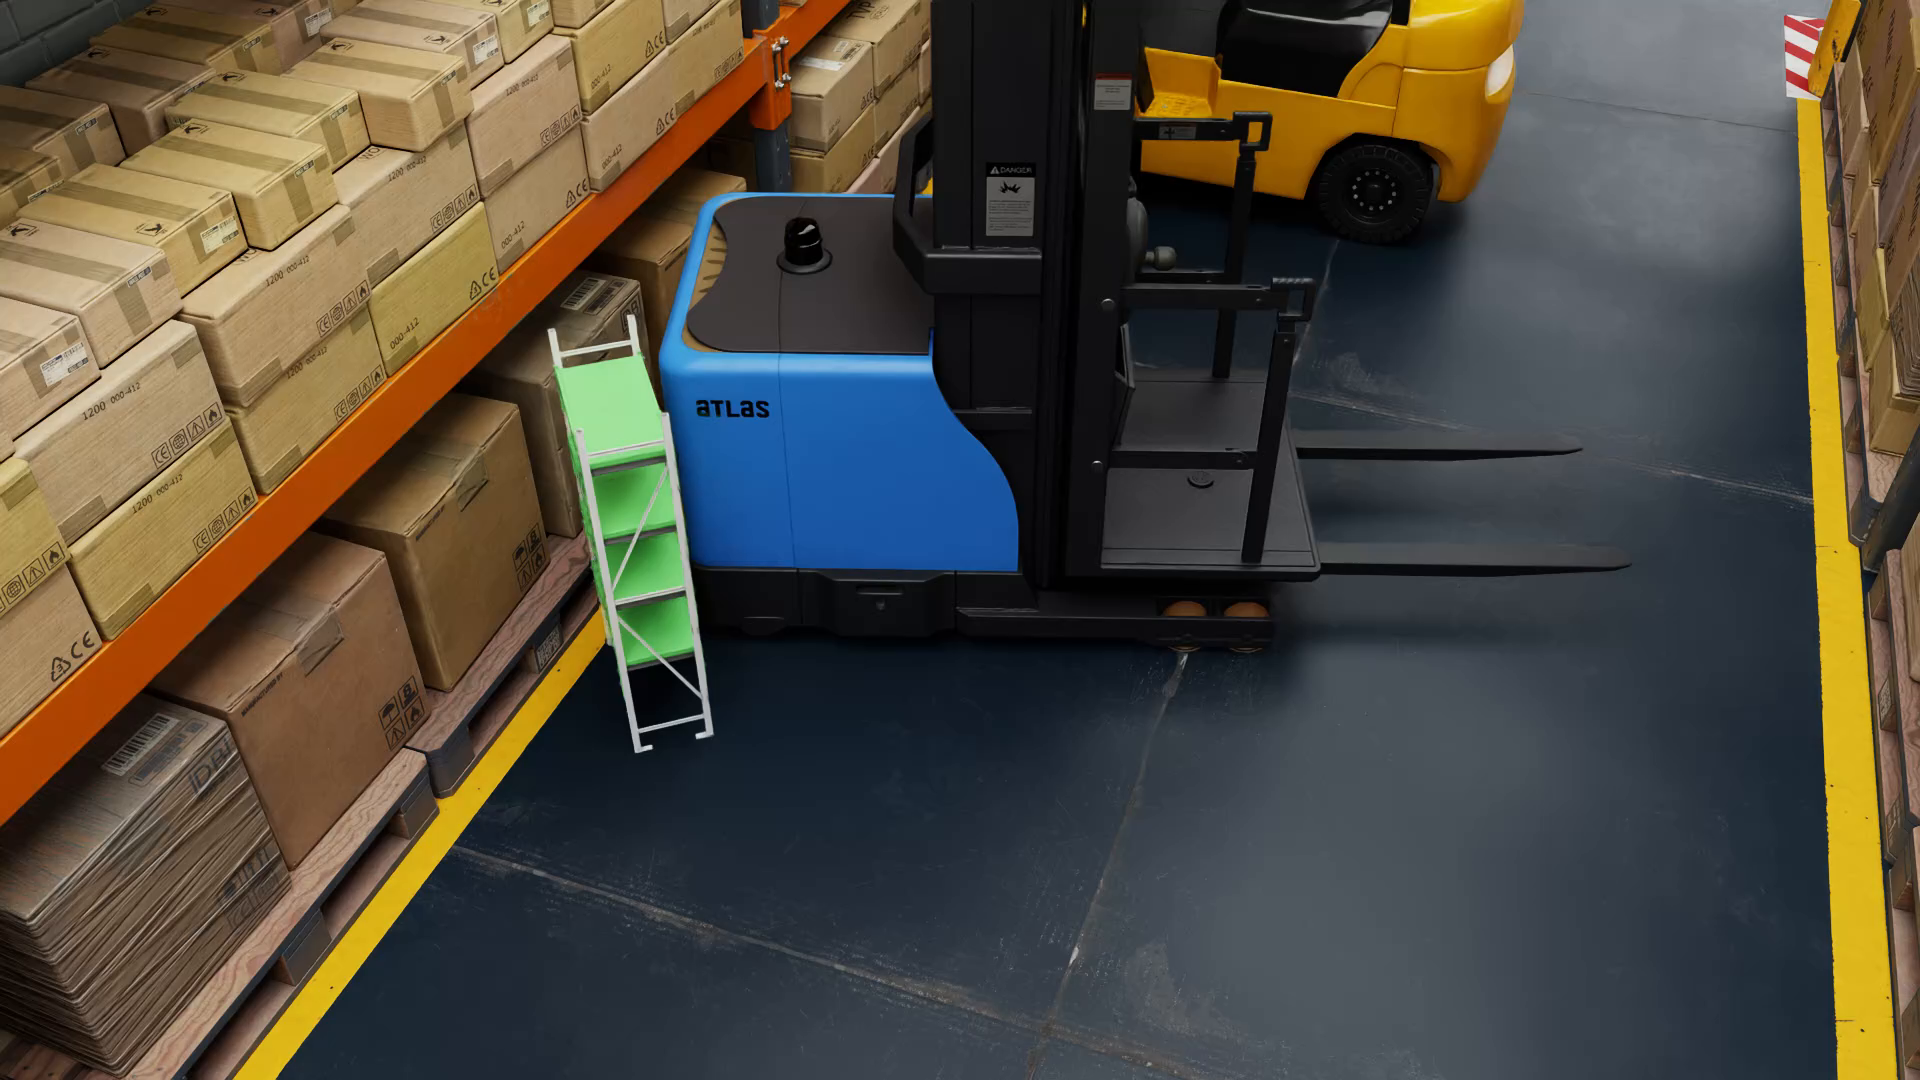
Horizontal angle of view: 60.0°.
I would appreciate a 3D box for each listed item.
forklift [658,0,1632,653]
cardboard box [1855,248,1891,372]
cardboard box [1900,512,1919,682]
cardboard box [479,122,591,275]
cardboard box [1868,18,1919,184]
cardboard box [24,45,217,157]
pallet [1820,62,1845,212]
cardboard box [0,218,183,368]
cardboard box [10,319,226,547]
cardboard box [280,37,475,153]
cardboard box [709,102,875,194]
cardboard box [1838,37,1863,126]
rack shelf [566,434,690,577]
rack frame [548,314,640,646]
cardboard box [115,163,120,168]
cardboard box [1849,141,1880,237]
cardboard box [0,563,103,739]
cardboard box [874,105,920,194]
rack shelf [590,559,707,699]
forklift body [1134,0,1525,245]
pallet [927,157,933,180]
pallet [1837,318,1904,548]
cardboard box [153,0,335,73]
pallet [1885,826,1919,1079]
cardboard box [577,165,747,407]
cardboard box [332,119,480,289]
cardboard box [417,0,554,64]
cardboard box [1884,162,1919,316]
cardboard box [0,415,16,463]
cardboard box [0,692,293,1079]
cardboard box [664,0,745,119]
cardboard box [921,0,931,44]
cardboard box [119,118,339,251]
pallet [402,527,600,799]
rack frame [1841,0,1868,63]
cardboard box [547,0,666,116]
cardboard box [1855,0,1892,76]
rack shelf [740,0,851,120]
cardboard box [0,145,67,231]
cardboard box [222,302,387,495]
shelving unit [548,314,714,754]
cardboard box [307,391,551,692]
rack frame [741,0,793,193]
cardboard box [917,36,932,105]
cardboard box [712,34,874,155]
[{"bbox_3d":[0.644,-1.105,4.787,3.031,2.935,1.130,1,40,1],"label":"forklift"},{"bbox_3d":[3.663,-0.819,6.194,0.500,0.250,0.500,12,42,14],"label":"cardboard box"},{"bbox_3d":[3.363,0.202,4.903,0.950,0.372,0.625,14,42,16],"label":"cardboard box"},{"bbox_3d":[-1.417,-1.031,4.763,0.500,0.250,0.500,14,42,15],"label":"cardboard box"},{"bbox_3d":[4.011,-1.728,6.681,0.500,0.500,0.500,14,42,16],"label":"cardboard box"},{"bbox_3d":[-2.065,-1.087,4.136,0.380,0.149,0.250,14,43,16],"label":"cardboard box"},{"bbox_3d":[4.571,-1.803,7.701,1.003,0.211,1.213,13,42,15],"label":"pallet"},{"bbox_3d":[-1.876,-0.520,3.471,0.380,0.149,0.250,14,42,16],"label":"cardboard box"},{"bbox_3d":[-1.940,-0.273,3.489,0.500,0.250,0.500,15,43,16],"label":"cardboard box"},{"bbox_3d":[-1.461,-1.120,4.175,0.380,0.149,0.250,12,42,14],"label":"cardboard box"},{"bbox_3d":[-0.670,-1.588,6.710,0.500,0.250,0.500,13,42,15],"label":"cardboard box"},{"bbox_3d":[4.372,-2.081,7.673,0.500,0.250,0.500,13,42,15],"label":"cardboard box"},{"bbox_3d":[-0.943,-0.128,4.704,0.258,0.148,0.480,-12,42,-14],"label":"rack shelf"},{"bbox_3d":[-1.021,-0.144,4.994,0.240,1.200,0.015,-12,42,-14],"label":"rack frame"},{"bbox_3d":[-2.254,-0.704,3.994,0.500,0.250,0.500,13,42,15],"label":"cardboard box"},{"bbox_3d":[4.016,-1.436,6.917,0.500,0.250,0.500,16,43,18],"label":"cardboard box"},{"bbox_3d":[-2.112,0.223,3.293,0.500,0.250,0.500,13,42,15],"label":"cardboard box"},{"bbox_3d":[-0.490,-1.706,7.234,0.500,0.250,0.500,12,42,14],"label":"cardboard box"},{"bbox_3d":[-0.943,0.237,5.016,0.258,0.148,0.480,-12,42,-14],"label":"rack shelf"},{"bbox_3d":[1.308,-2.613,7.155,2.313,2.155,1.214,13,42,15],"label":"forklift body"},{"bbox_3d":[-0.399,-2.219,8.188,1.003,0.211,1.213,13,42,15],"label":"pallet"},{"bbox_3d":[3.737,-0.315,5.956,1.003,0.211,1.213,13,42,15],"label":"pallet"},{"bbox_3d":[-1.933,-1.410,4.514,0.380,0.149,0.250,13,42,15],"label":"cardboard box"},{"bbox_3d":[2.860,1.324,4.035,1.003,0.211,1.213,13,42,15],"label":"pallet"},{"bbox_3d":[-1.293,-0.993,6.109,0.875,0.625,0.625,15,43,17],"label":"cardboard box"},{"bbox_3d":[-1.593,-0.905,4.230,0.500,0.250,0.500,14,42,16],"label":"cardboard box"},{"bbox_3d":[-1.352,-1.450,4.562,0.380,0.149,0.250,12,42,14],"label":"cardboard box"},{"bbox_3d":[3.663,-1.088,5.932,0.500,0.500,0.500,14,42,16],"label":"cardboard box"},{"bbox_3d":[-2.017,-0.195,3.090,0.380,0.149,0.250,14,42,16],"label":"cardboard box"},{"bbox_3d":[-2.267,0.748,4.068,0.875,0.625,0.625,15,43,16],"label":"cardboard box"},{"bbox_3d":[-1.052,-1.635,5.471,0.500,0.250,0.500,14,42,16],"label":"cardboard box"},{"bbox_3d":[-0.321,-2.393,7.268,0.500,0.250,0.500,15,43,17],"label":"cardboard box"},{"bbox_3d":[-1.676,-0.821,3.825,0.380,0.149,0.250,14,42,16],"label":"cardboard box"},{"bbox_3d":[-1.756,0.208,5.344,1.003,0.211,1.213,13,42,15],"label":"pallet"},{"bbox_3d":[4.908,-3.398,7.422,1.000,3.000,0.127,13,42,15],"label":"rack frame"},{"bbox_3d":[-1.222,-1.519,4.950,0.500,0.250,0.500,12,42,14],"label":"cardboard box"},{"bbox_3d":[4.365,-2.352,7.412,0.500,0.500,0.500,12,42,14],"label":"cardboard box"},{"bbox_3d":[-0.442,-3.004,7.514,1.077,0.370,4.000,13,42,15],"label":"rack shelf"},{"bbox_3d":[-2.261,-0.782,3.779,0.380,0.149,0.250,13,42,15],"label":"cardboard box"},{"bbox_3d":[-1.766,-0.399,4.022,0.500,0.250,0.500,12,42,14],"label":"cardboard box"},{"bbox_3d":[-0.943,0.006,4.818,0.258,1.200,0.503,-12,42,-14],"label":"shelving unit"},{"bbox_3d":[-1.821,-0.063,5.018,0.875,0.625,0.625,12,42,13],"label":"cardboard box"},{"bbox_3d":[-1.125,-2.058,5.851,1.000,3.000,0.127,13,42,15],"label":"rack frame"},{"bbox_3d":[-0.317,-2.200,7.427,0.500,0.250,0.500,13,42,15],"label":"cardboard box"},{"bbox_3d":[-0.665,-1.777,6.546,0.500,0.250,0.500,13,42,14],"label":"cardboard box"}]
